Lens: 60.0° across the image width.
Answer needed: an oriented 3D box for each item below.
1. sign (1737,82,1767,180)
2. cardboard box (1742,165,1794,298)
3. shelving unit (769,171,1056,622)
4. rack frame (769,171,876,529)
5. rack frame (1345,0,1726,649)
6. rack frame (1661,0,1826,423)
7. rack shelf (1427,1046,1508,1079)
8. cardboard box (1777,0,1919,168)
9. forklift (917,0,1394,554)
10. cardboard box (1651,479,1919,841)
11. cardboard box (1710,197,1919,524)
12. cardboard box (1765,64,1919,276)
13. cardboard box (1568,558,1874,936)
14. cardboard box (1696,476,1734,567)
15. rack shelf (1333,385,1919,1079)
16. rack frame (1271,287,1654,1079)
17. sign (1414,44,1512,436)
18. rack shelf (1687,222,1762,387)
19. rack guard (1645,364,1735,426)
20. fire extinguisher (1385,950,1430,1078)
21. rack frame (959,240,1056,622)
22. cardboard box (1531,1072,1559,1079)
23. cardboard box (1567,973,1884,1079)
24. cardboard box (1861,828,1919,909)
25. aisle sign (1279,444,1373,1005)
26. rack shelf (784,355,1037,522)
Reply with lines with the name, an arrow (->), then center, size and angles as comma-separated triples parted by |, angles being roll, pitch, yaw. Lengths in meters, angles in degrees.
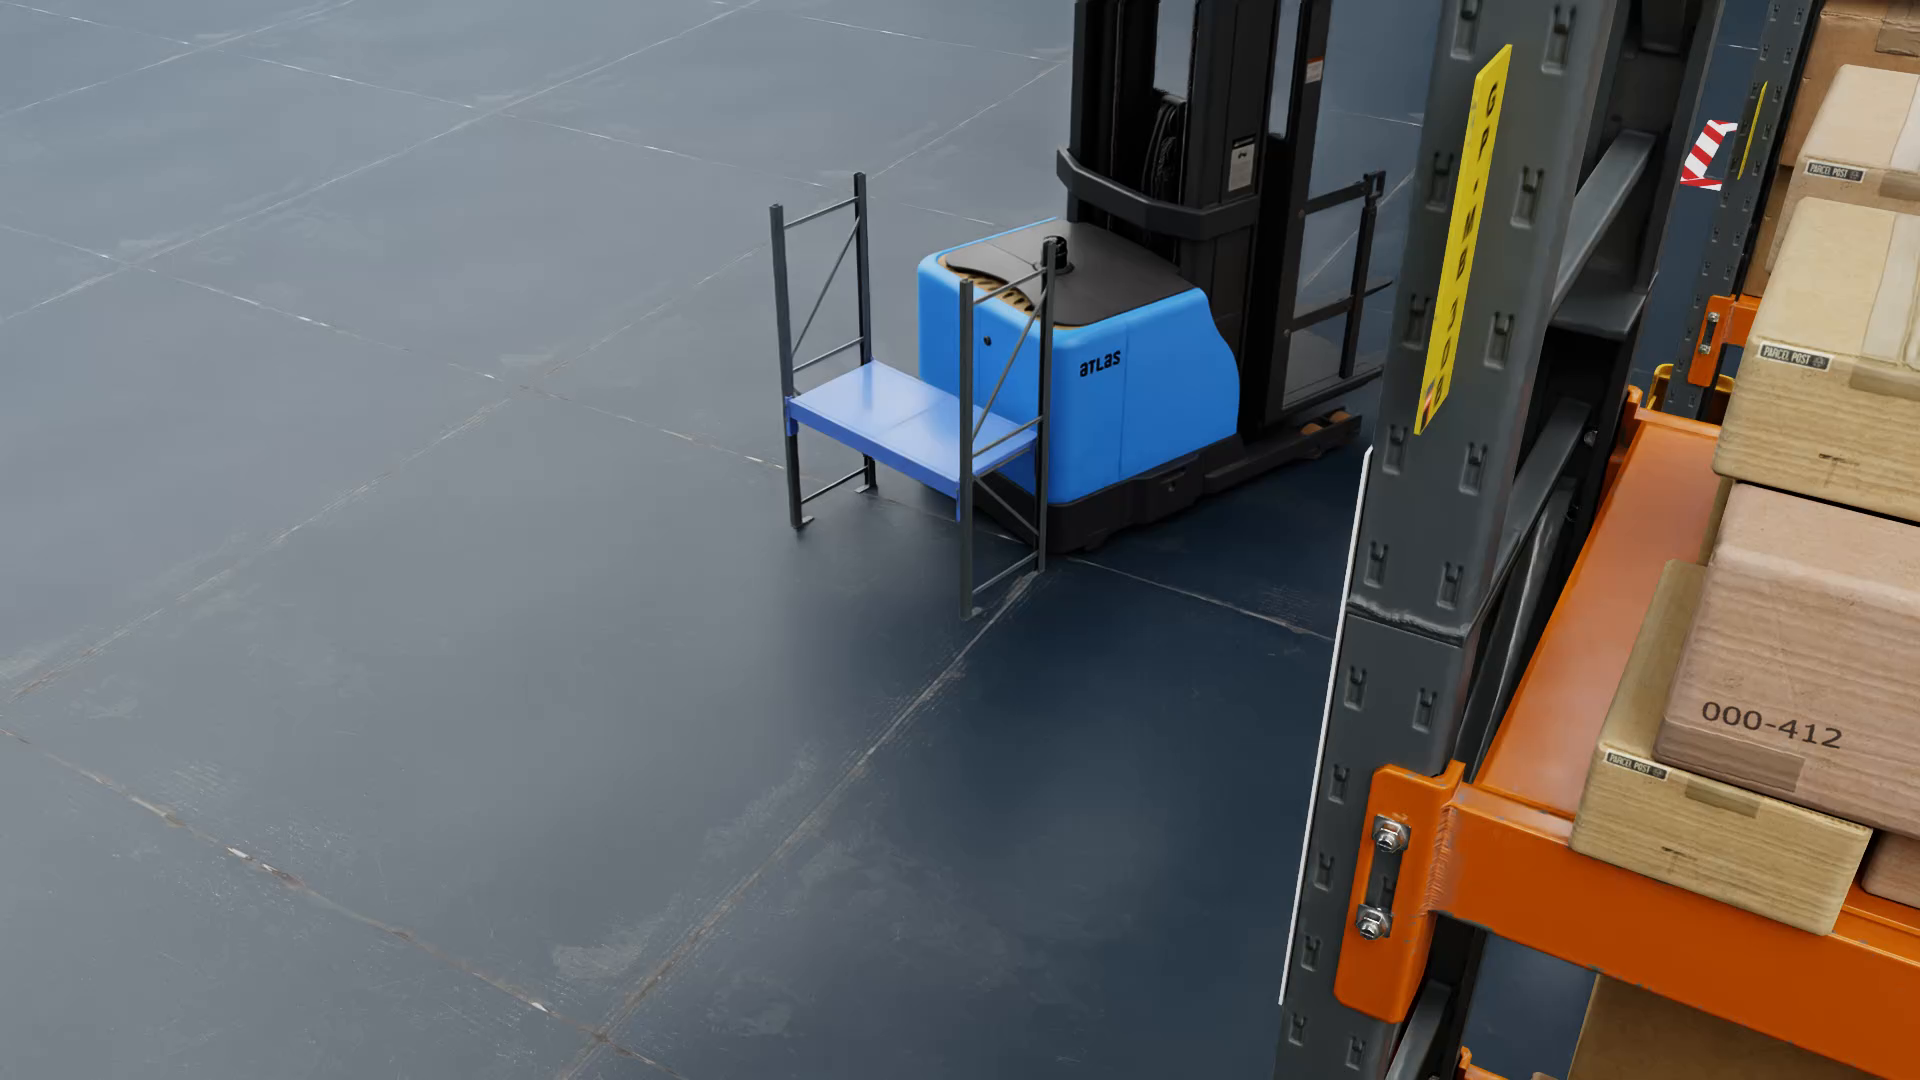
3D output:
sign -> 2.787, -1.438, 5.850 | 0.005, 0.325, 0.100 | 18, 37, 24
cardboard box -> 3.413, -1.292, 6.349 | 0.550, 0.550, 0.875 | 18, 37, 24
shelving unit -> -0.193, -0.588, 6.780 | 1.048, 1.500, 0.538 | 27, 42, 35
rack frame -> -0.566, -0.780, 7.068 | 0.032, 1.500, 0.500 | 27, 42, 35
rack frame -> 0.700, -1.397, 1.229 | 0.127, 3.000, 1.000 | 18, 37, 24
rack frame -> 3.068, -1.310, 6.511 | 0.127, 3.000, 1.000 | 18, 37, 24
rack shelf -> 2.436, 1.949, 2.265 | 4.000, 0.370, 1.077 | 18, 37, 24
cardboard box -> 3.371, -1.701, 5.989 | 0.550, 0.550, 0.875 | 18, 37, 24
forklift -> 1.288, -1.812, 7.327 | 3.031, 2.935, 1.130 | -22, 40, -30
cardboard box -> 1.004, 0.056, 1.620 | 0.500, 0.250, 0.500 | 17, 37, 24
cardboard box -> 0.907, -0.180, 1.615 | 0.250, 0.149, 0.380 | 17, 37, 24
cardboard box -> 1.140, -0.425, 1.983 | 0.250, 0.149, 0.380 | 18, 38, 25
cardboard box -> 0.827, 0.203, 1.759 | 0.250, 0.149, 0.380 | 18, 38, 24
cardboard box -> 1.148, -0.081, 2.185 | 0.250, 0.149, 0.380 | 18, 38, 25
rack shelf -> 2.436, 0.701, 1.434 | 4.000, 0.370, 1.077 | 18, 37, 24
rack frame -> 0.700, 1.100, 2.892 | 0.127, 3.000, 1.000 | 18, 37, 24
sign -> 0.431, -0.251, 1.426 | 0.005, 0.325, 0.100 | 18, 37, 24
rack shelf -> 4.804, -0.461, 5.884 | 4.000, 0.370, 1.077 | 18, 37, 24
rack guard -> 3.047, -0.276, 7.214 | 0.348, 0.500, 1.175 | 18, 37, 24
fire extinguisher -> 0.829, 0.879, 3.294 | 0.183, 0.674, 0.296 | 18, 37, 24
rack frame -> 0.179, -0.396, 6.492 | 0.032, 1.500, 0.500 | 27, 42, 35
cardboard box -> 0.973, 1.198, 2.386 | 0.500, 0.500, 0.500 | 17, 37, 24
cardboard box -> 1.252, 0.554, 2.452 | 0.500, 0.500, 0.700 | 17, 37, 23
cardboard box -> 1.099, 0.233, 1.715 | 0.250, 0.149, 0.380 | 16, 37, 23
aisle sign -> 0.492, 0.150, 1.973 | 0.004, 0.787, 0.394 | 18, 37, 24
rack shelf -> -0.193, -0.438, 6.880 | 1.000, 0.185, 0.538 | 27, 42, 35
